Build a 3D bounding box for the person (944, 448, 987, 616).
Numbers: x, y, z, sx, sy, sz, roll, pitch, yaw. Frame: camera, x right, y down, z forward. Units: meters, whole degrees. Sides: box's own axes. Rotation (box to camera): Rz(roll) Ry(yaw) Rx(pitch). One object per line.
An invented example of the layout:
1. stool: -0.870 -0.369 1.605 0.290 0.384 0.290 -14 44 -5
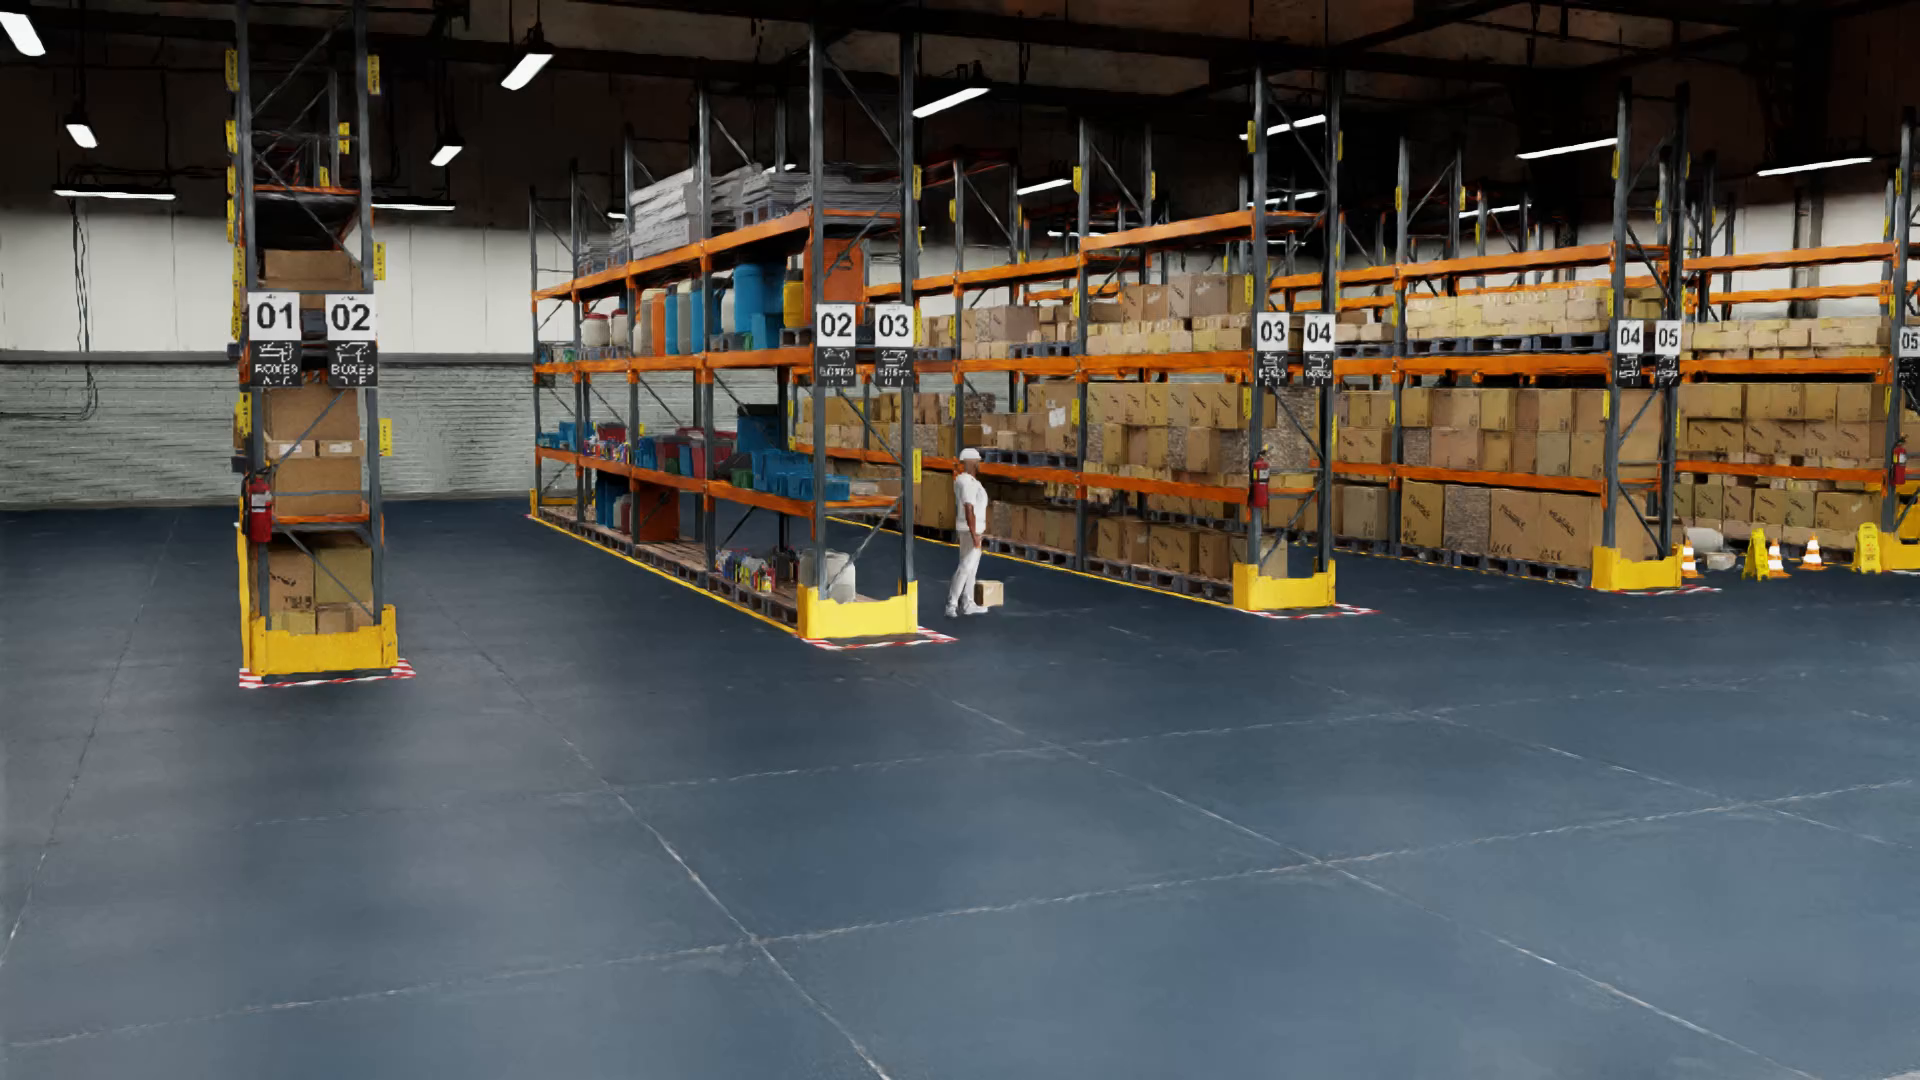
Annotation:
1. person: 0.064 -0.077 17.489 0.474 1.772 0.706 0 5 -2
